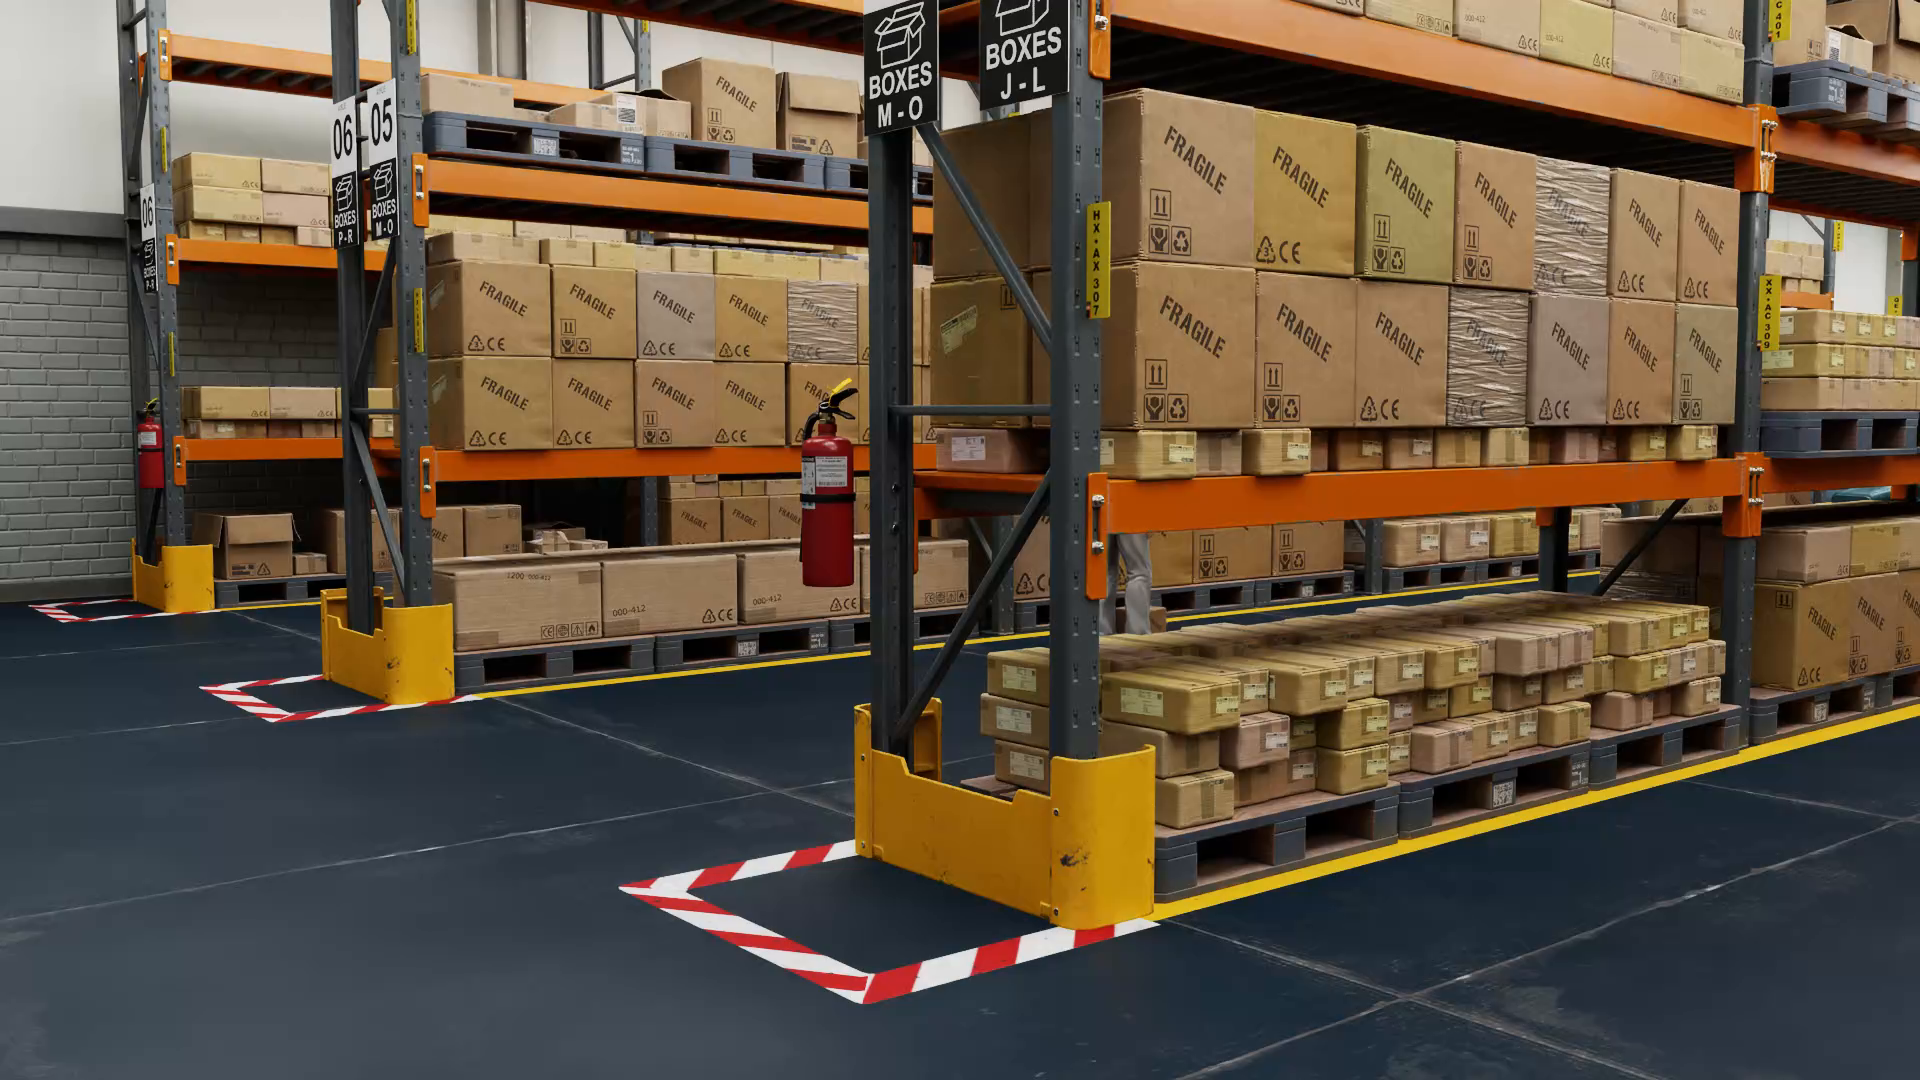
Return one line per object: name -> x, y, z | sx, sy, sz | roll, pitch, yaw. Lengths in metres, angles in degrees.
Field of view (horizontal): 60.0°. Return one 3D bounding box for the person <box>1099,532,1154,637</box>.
person -> 1.009, -0.132, 10.439 | 0.508, 1.671, 0.362 | 3, 5, 34
